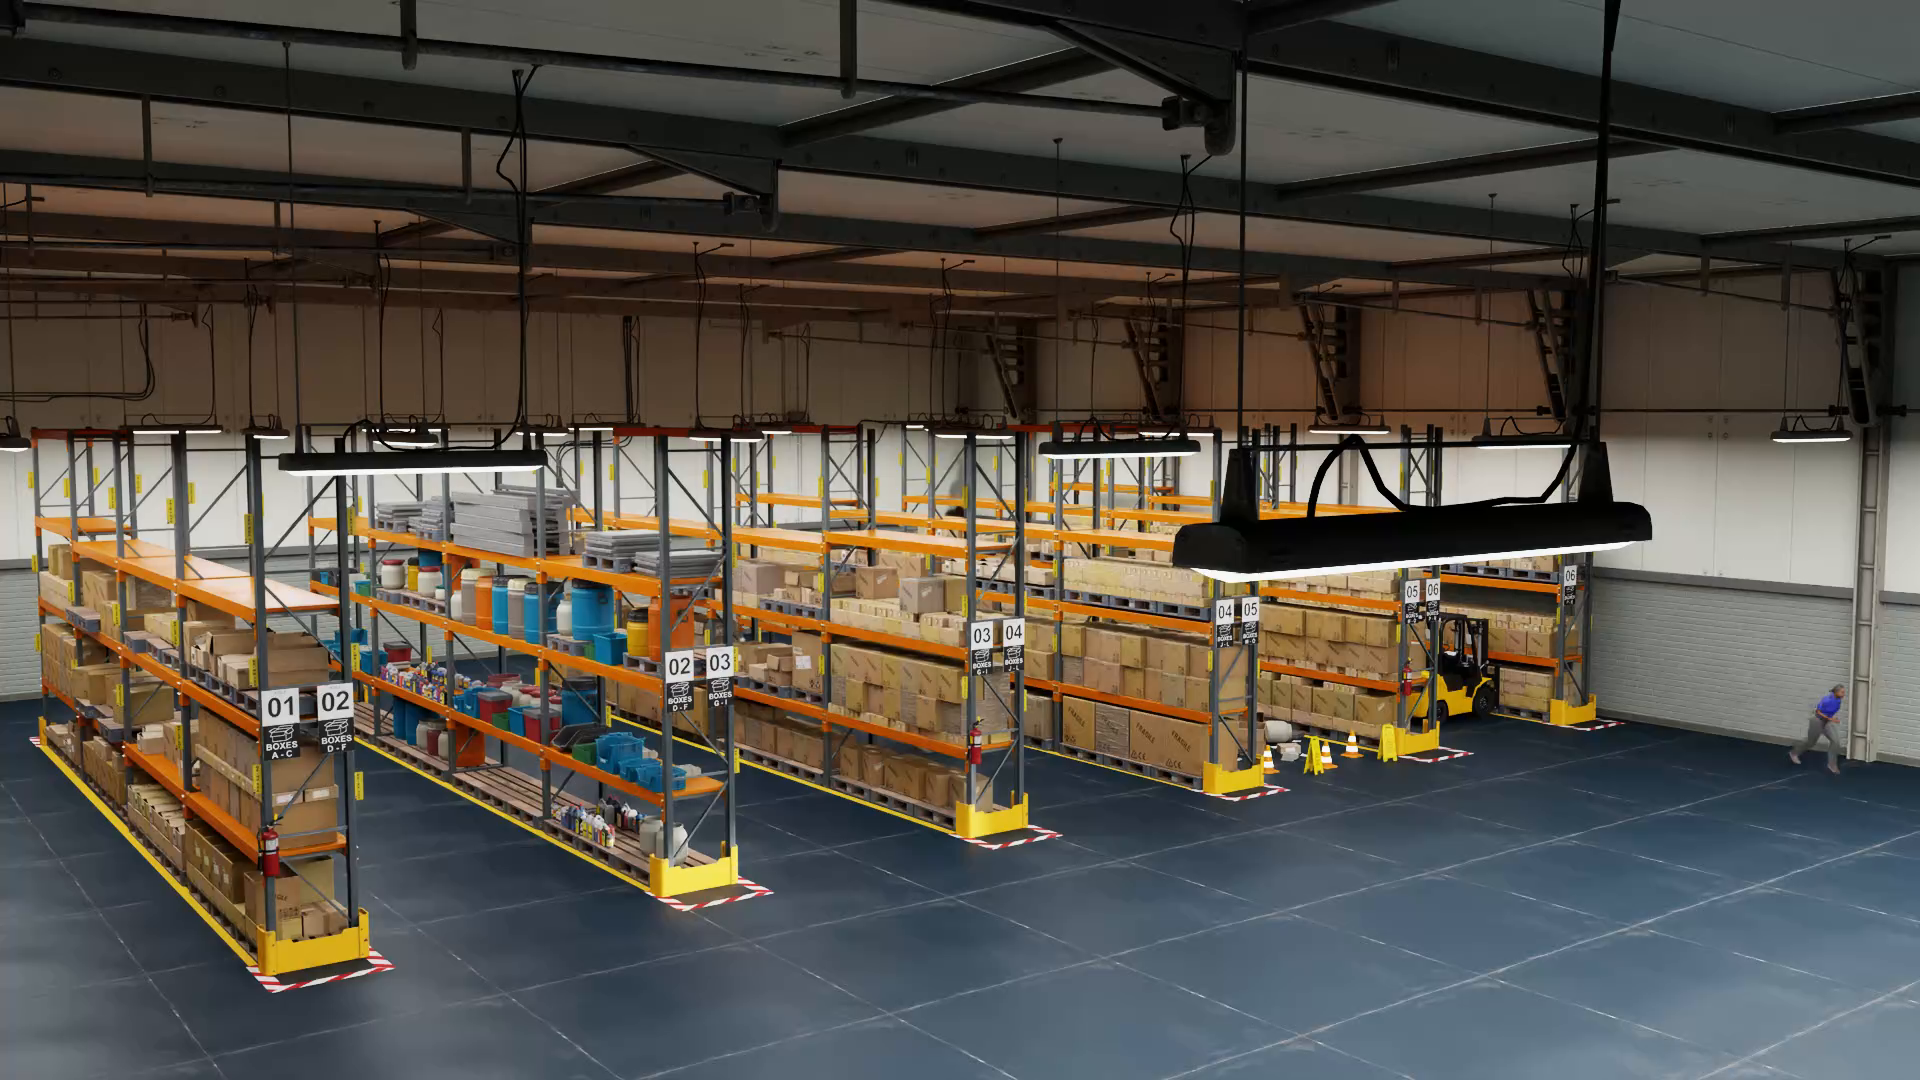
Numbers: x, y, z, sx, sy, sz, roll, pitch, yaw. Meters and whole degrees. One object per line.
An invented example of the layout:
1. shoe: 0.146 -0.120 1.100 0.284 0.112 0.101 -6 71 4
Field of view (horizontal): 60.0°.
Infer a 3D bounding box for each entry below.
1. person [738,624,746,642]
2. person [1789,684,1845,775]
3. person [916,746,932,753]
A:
1. person: -4.770 2.667 35.505 0.755 1.825 0.628 3 6 37
2. person: 15.077 3.279 29.236 0.617 1.615 0.967 -3 5 -33
3. person: -0.573 3.061 30.538 0.584 1.747 0.660 4 6 40
